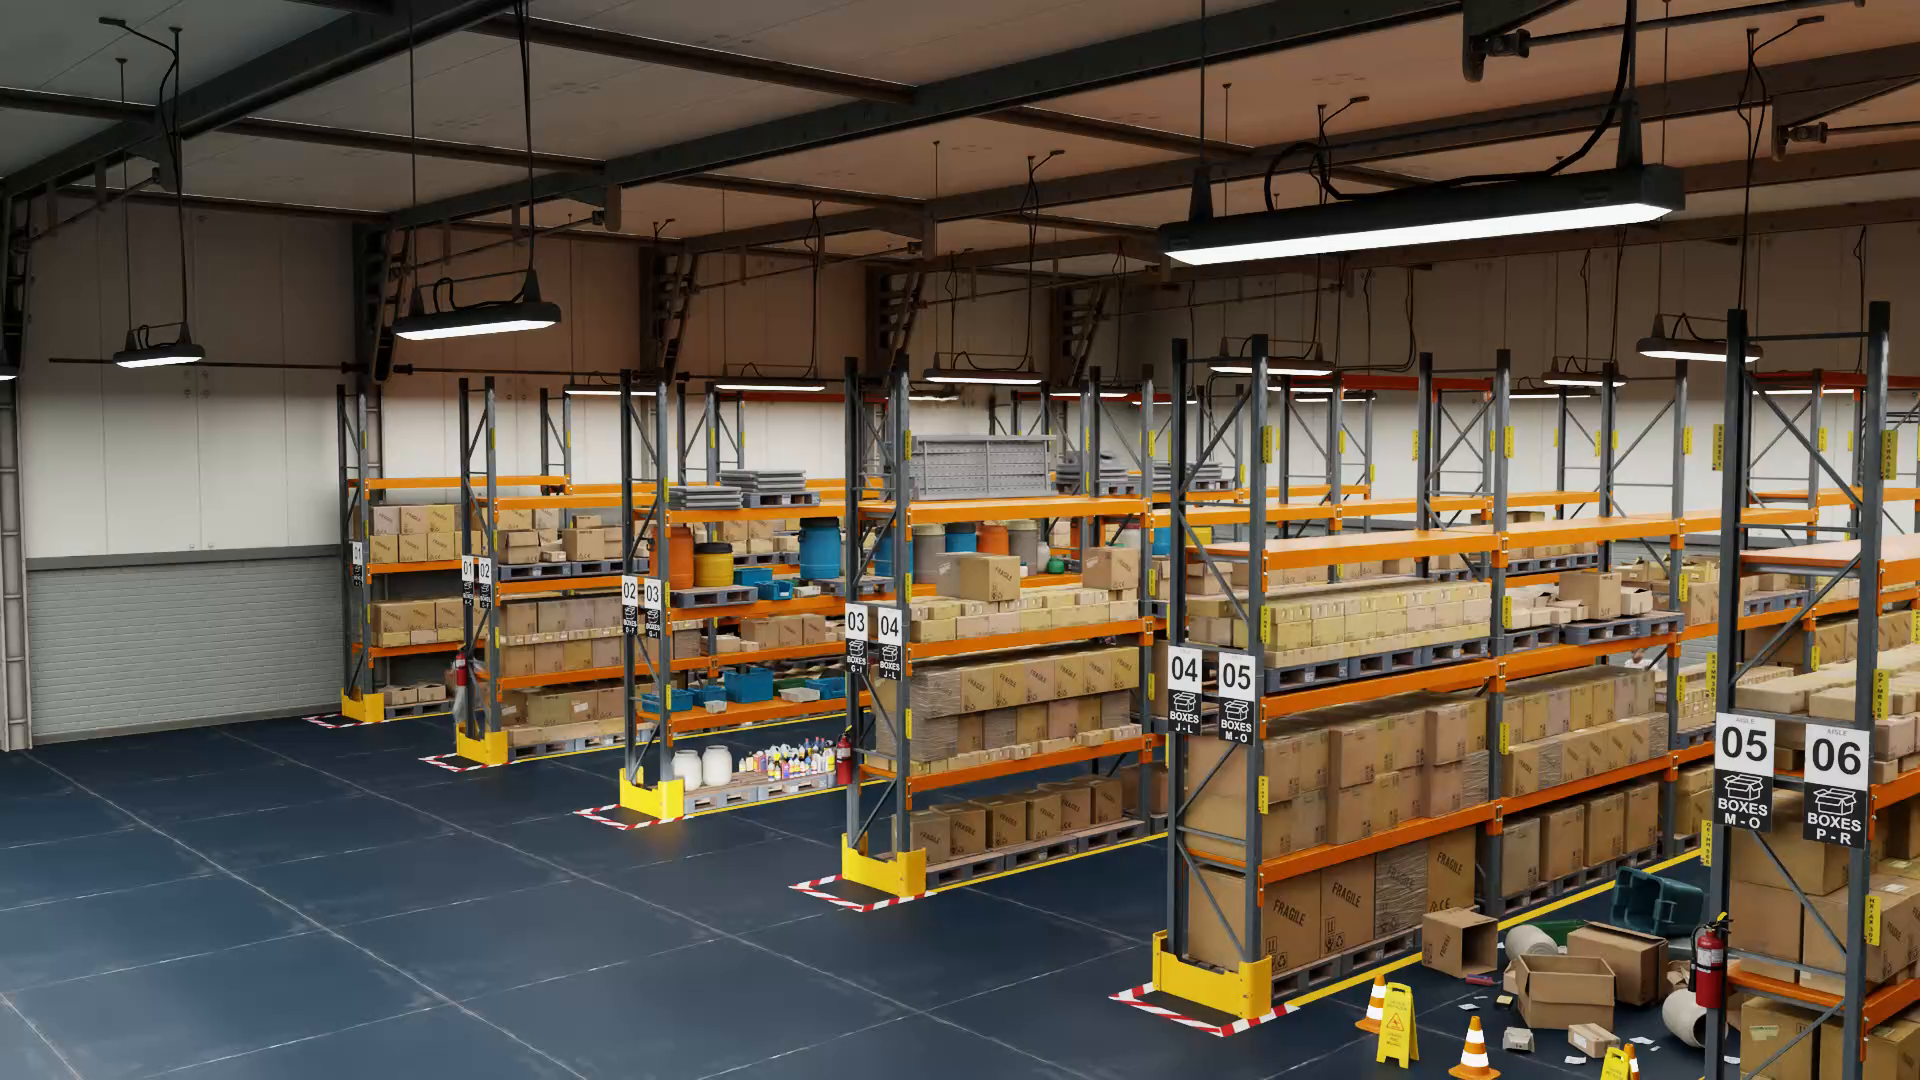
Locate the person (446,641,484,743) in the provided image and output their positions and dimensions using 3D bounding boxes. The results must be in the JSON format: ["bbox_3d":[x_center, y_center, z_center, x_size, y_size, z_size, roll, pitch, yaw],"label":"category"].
[{"bbox_3d":[-8.232,2.529,27.659,0.577,1.732,0.681,3,5,36],"label":"person"}]

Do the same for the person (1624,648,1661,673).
[{"bbox_3d":[11.149,2.534,27.246,0.673,1.705,0.584,3,5,37],"label":"person"}]

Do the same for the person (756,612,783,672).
[{"bbox_3d":[-3.748,2.154,32.895,0.626,1.764,0.734,2,4,31],"label":"person"}]

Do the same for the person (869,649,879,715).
[{"bbox_3d":[-1.334,2.511,28.177,0.589,1.633,0.562,3,5,39],"label":"person"}]
